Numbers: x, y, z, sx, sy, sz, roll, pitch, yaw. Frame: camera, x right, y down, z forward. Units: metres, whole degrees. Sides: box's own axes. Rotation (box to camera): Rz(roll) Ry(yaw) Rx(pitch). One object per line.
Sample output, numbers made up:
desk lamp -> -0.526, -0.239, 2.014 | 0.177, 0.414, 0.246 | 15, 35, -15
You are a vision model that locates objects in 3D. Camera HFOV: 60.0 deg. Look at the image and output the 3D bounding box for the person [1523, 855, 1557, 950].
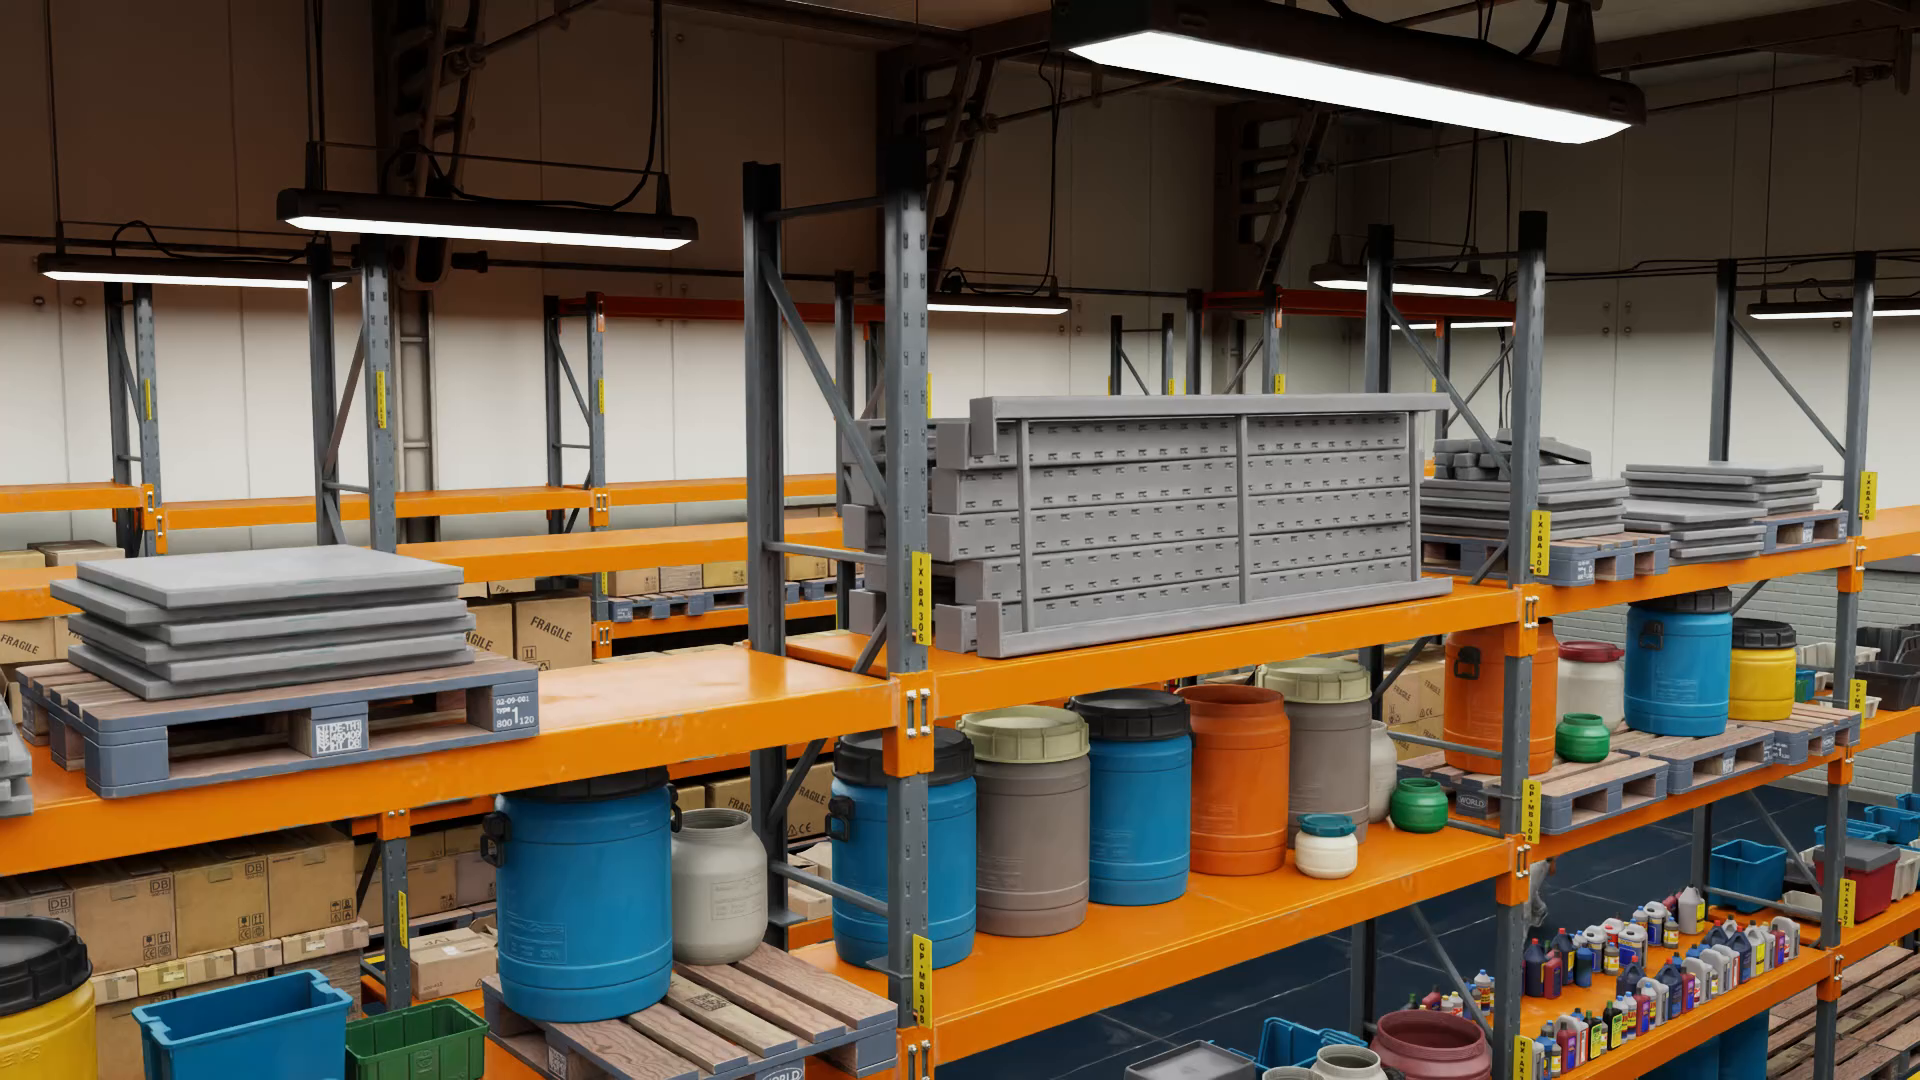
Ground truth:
person -> 5.190, 2.885, 15.191 | 1.043, 1.600, 0.495 | -5, 7, -40
